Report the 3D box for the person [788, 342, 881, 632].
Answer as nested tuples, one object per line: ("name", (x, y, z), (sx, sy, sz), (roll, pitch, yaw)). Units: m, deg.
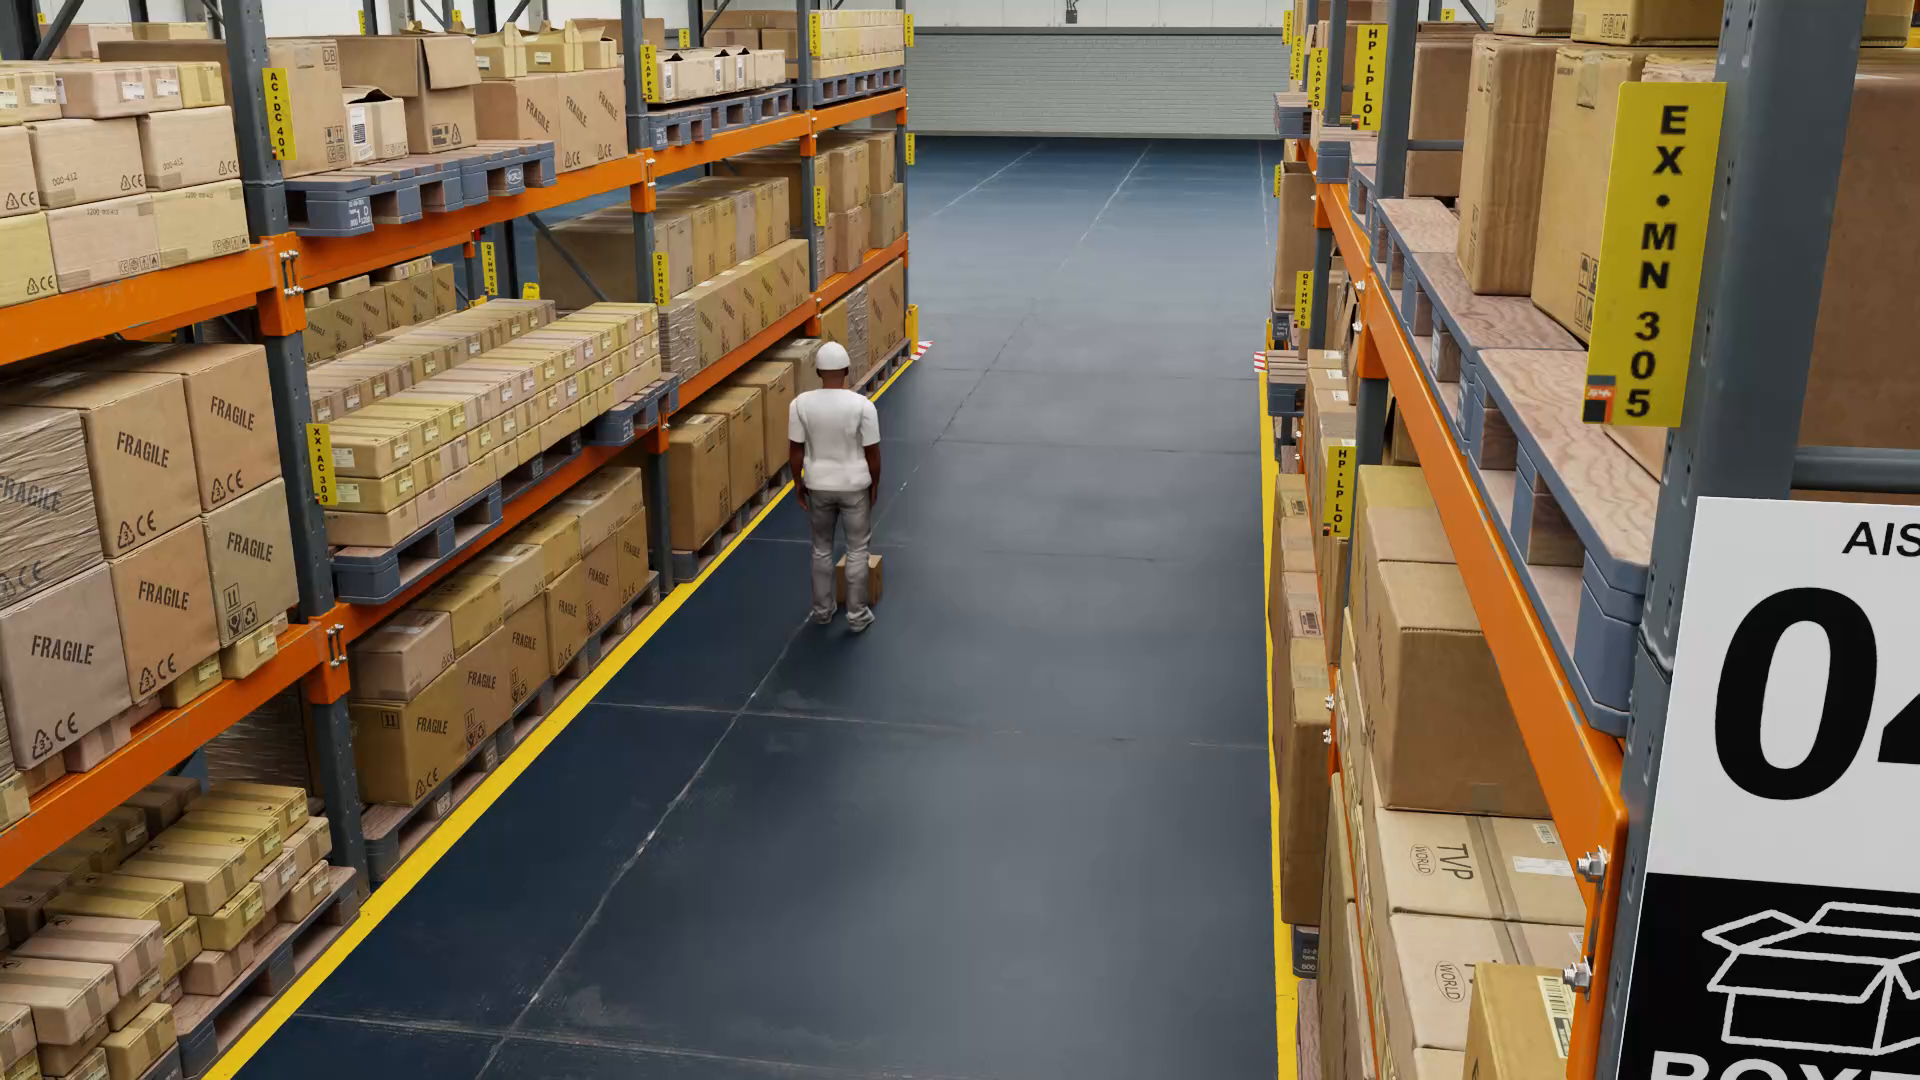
("person", (-0.741, -0.330, 10.066), (0.563, 1.765, 0.398), (3, 18, 10))
